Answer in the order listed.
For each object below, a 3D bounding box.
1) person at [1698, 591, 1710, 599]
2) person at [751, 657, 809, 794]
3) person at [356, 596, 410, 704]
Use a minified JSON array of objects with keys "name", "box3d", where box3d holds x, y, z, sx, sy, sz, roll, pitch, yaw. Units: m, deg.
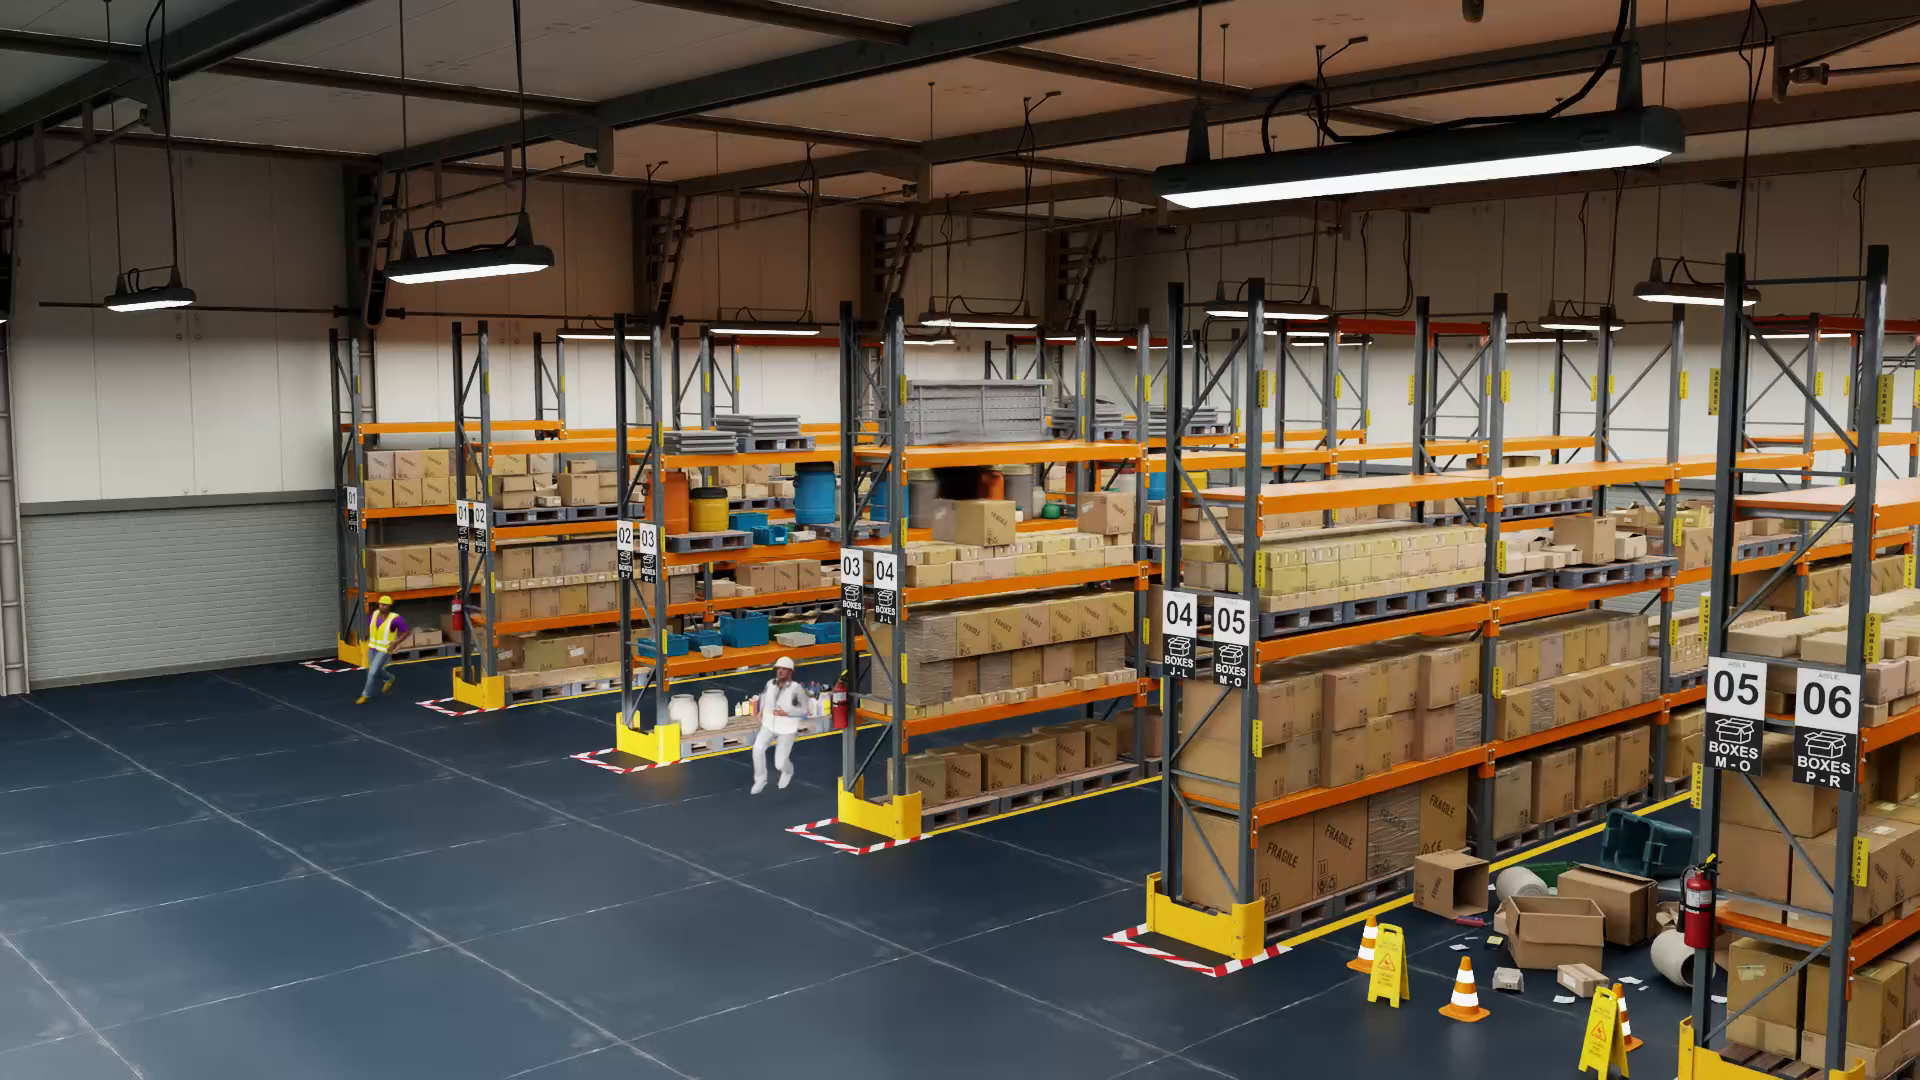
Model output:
[{"name":"person","box3d":[11.658,1.700,26.010,0.880,1.812,0.676,-5,8,-42]},{"name":"person","box3d":[-2.106,2.213,19.860,0.680,1.670,0.912,2,6,19]},{"name":"person","box3d":[-9.099,1.718,26.381,0.712,1.711,0.877,2,6,22]}]
